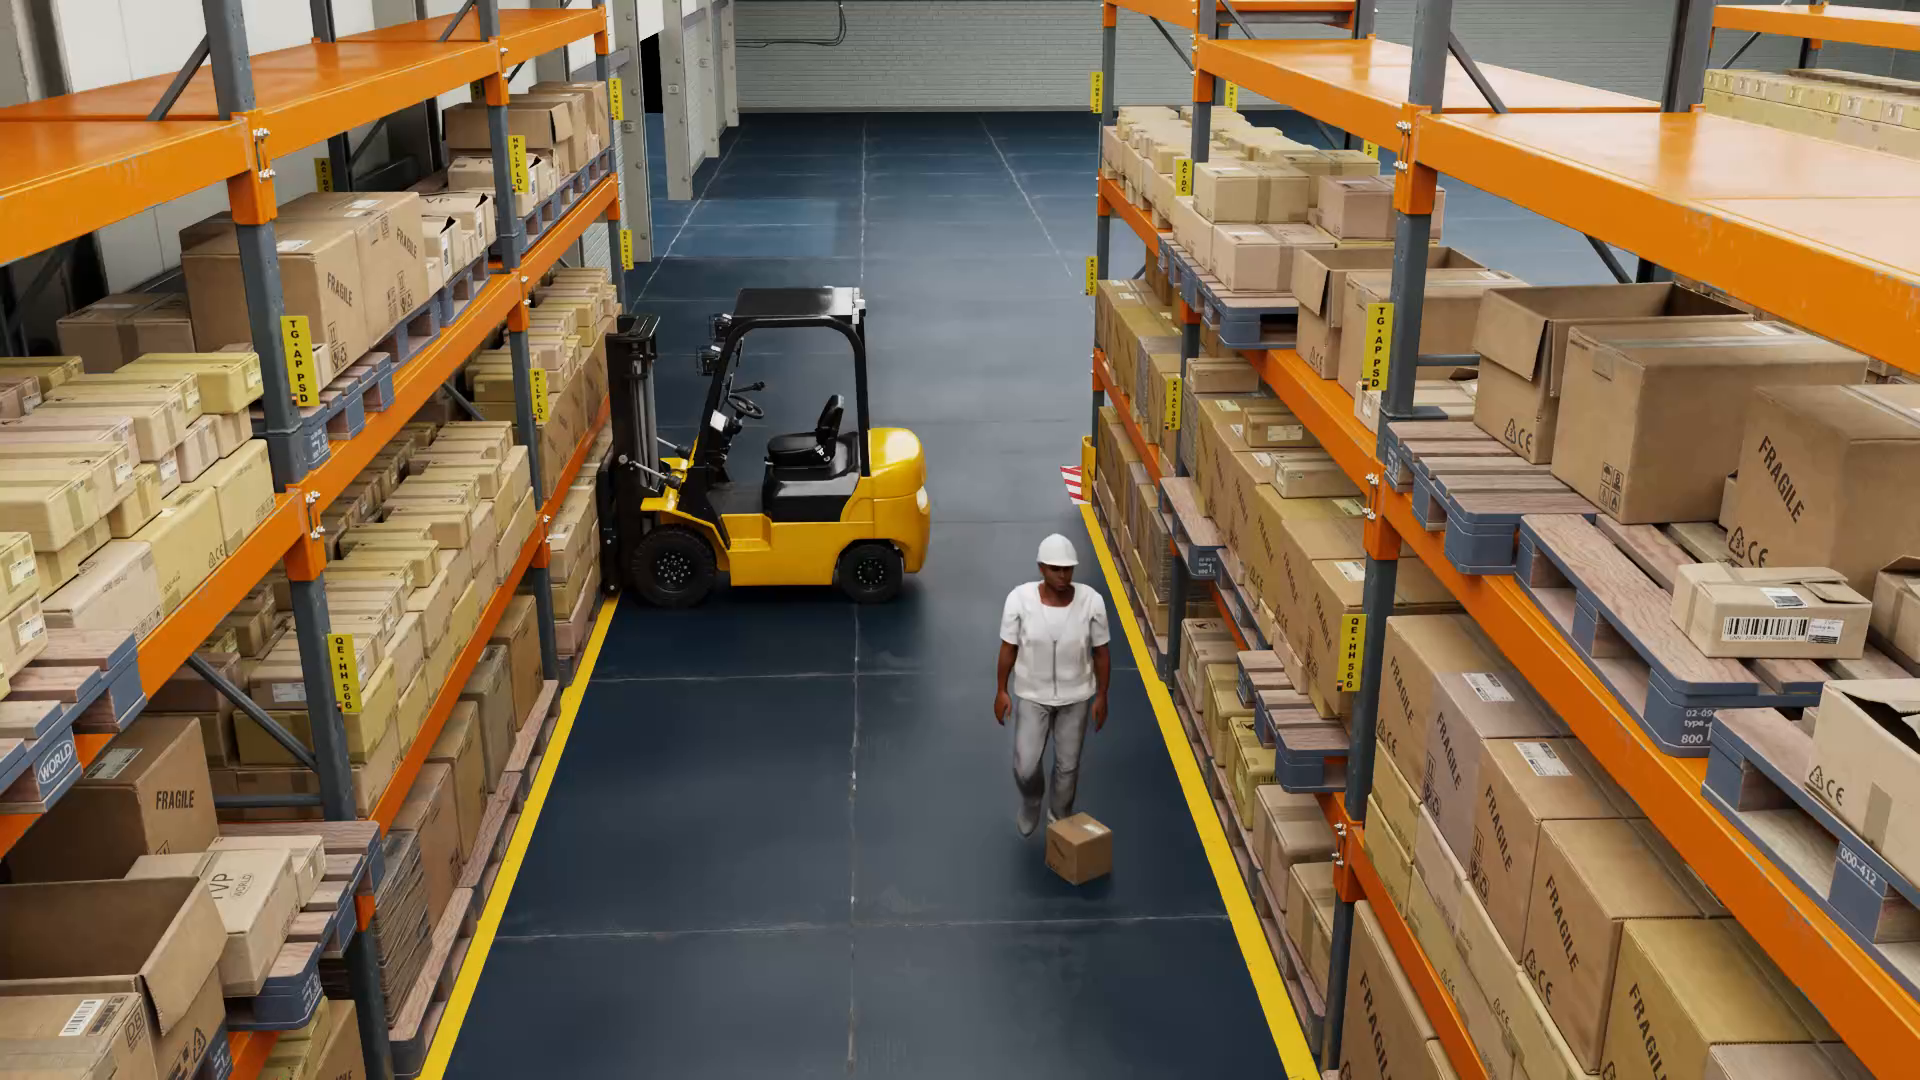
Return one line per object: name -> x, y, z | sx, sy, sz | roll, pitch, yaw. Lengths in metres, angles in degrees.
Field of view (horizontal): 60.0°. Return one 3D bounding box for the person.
person -> 0.486, 0.822, 8.723 | 0.610, 1.760, 0.482 | 0, 20, 0
